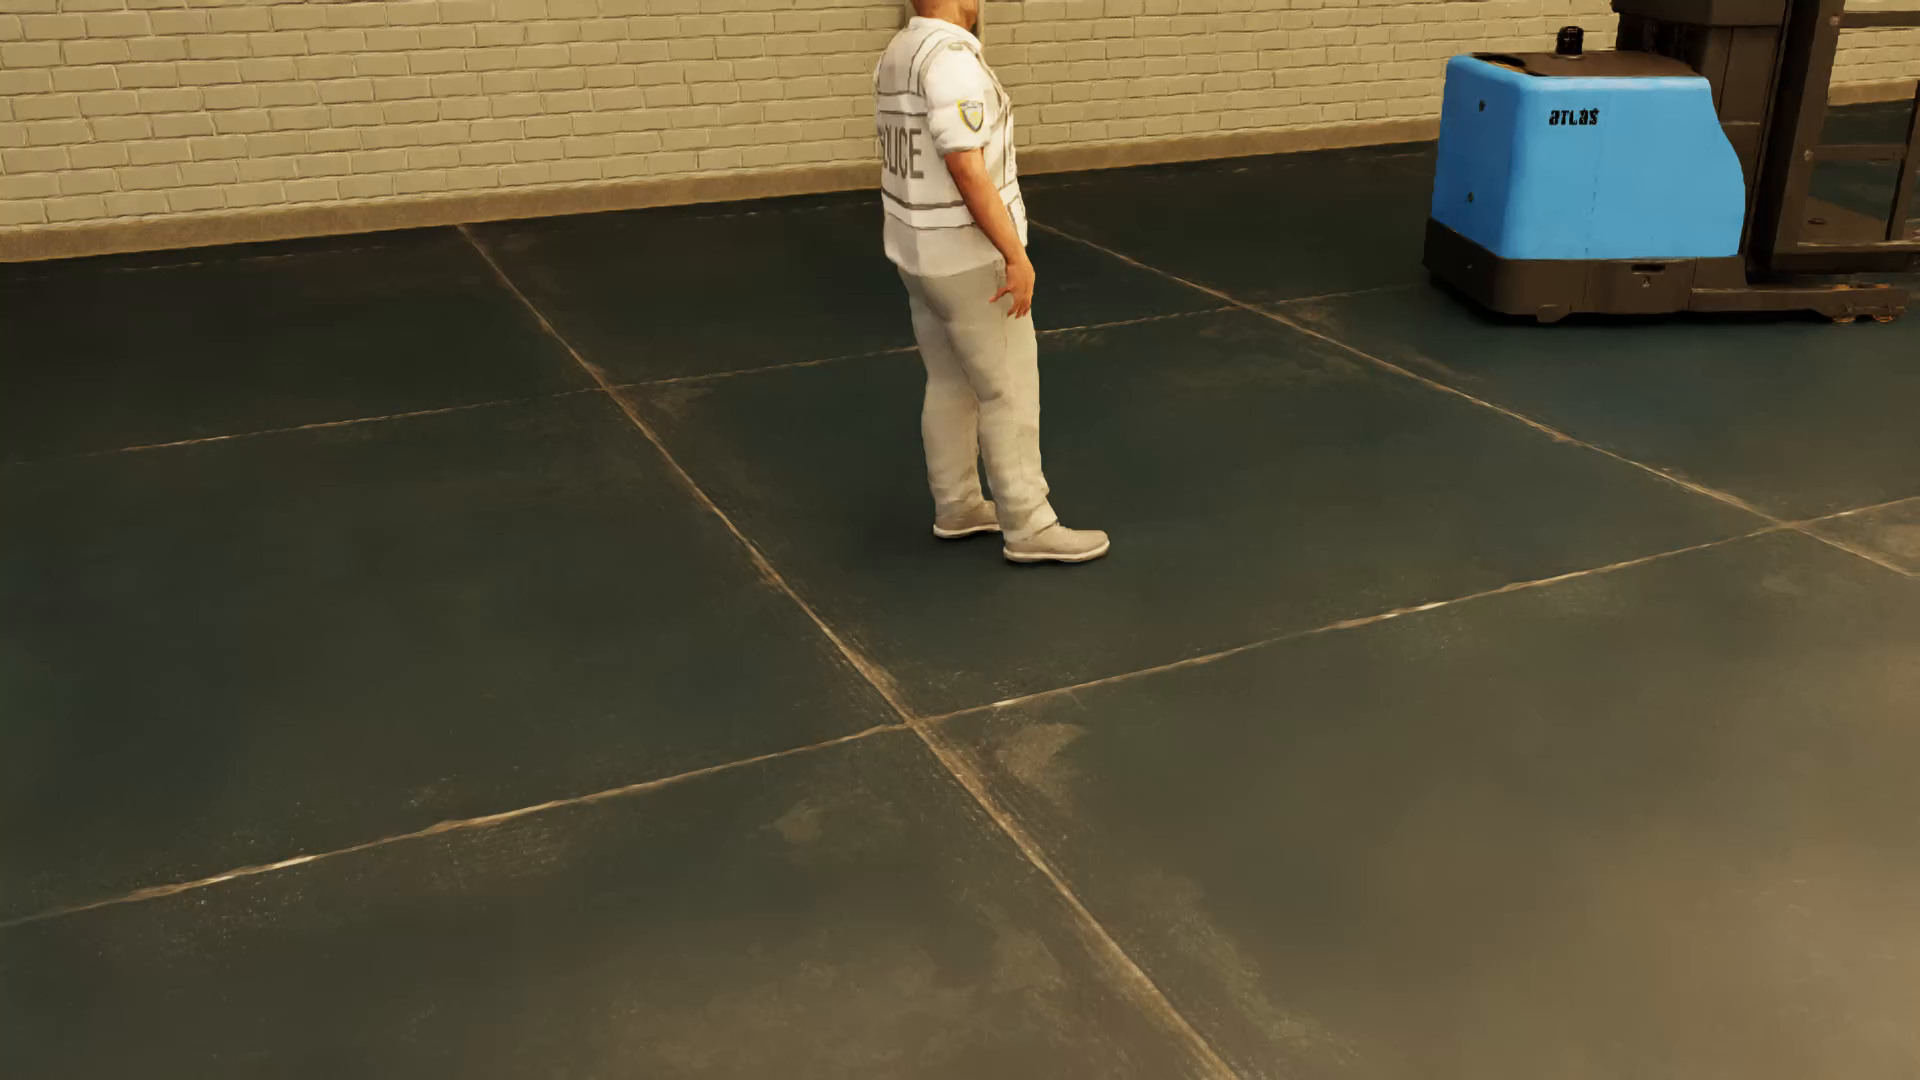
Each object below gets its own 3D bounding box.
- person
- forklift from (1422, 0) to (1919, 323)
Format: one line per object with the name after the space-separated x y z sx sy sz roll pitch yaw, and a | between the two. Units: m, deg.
0.075 -0.839 4.782 0.574 1.781 0.640 -10 25 -23 | person
3.820 -2.527 7.368 3.031 2.935 1.130 -2 23 -5 | forklift
